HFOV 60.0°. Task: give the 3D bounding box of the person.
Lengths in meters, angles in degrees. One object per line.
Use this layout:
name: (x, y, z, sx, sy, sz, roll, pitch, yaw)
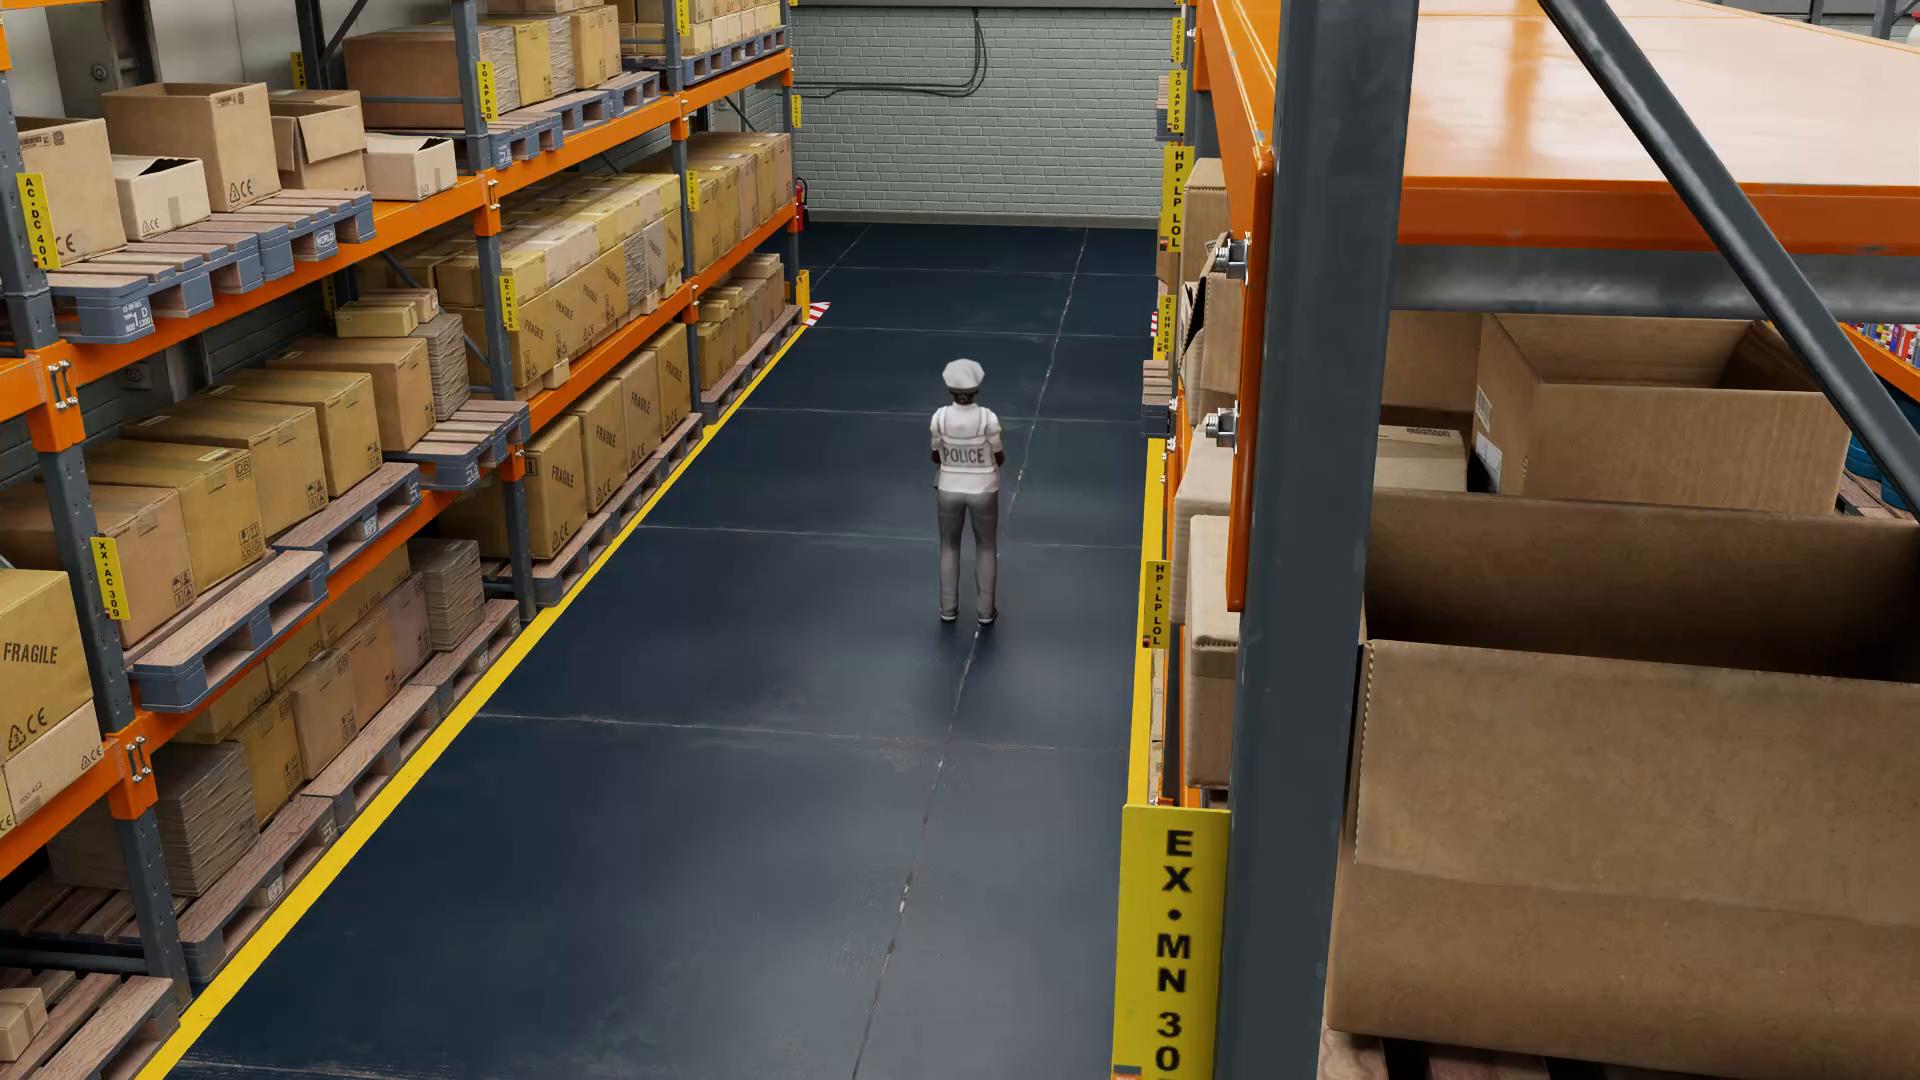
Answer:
person: (0.040, -0.287, 10.321, 0.531, 1.658, 0.397, 1, 21, 3)
